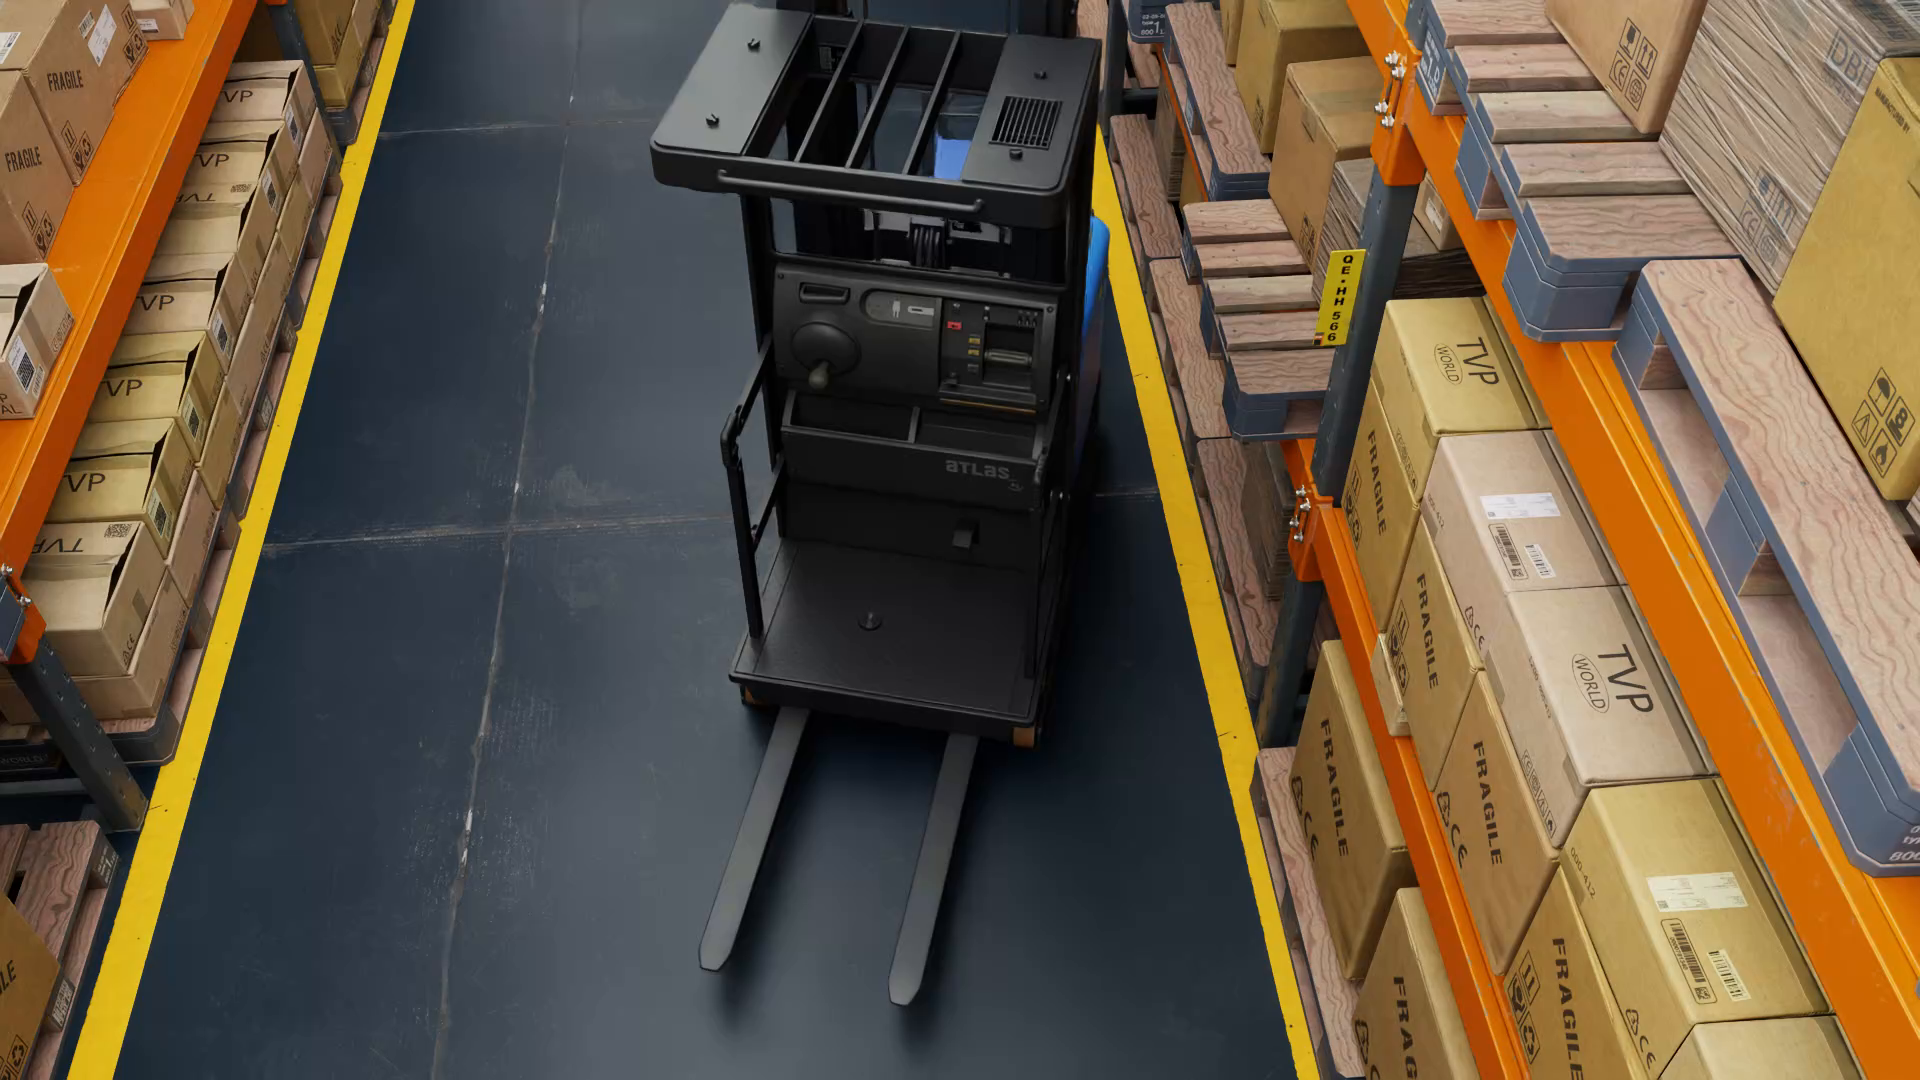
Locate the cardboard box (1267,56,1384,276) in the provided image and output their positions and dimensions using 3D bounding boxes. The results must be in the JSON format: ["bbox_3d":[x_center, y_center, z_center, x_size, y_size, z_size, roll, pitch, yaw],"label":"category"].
[{"bbox_3d":[1.460,-1.259,5.505,0.700,0.500,0.500,-7,47,-7],"label":"cardboard box"}]

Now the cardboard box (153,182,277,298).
[{"bbox_3d":[-3.279,-1.301,7.134,0.500,0.311,0.500,-4,47,-3],"label":"cardboard box"}]

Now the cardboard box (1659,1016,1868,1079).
[{"bbox_3d":[1.548,1.099,2.839,0.500,0.250,0.500,-3,47,-3],"label":"cardboard box"}]

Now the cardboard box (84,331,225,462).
[{"bbox_3d":[-3.197,-0.565,6.437,0.500,0.311,0.500,-5,47,-4],"label":"cardboard box"}]

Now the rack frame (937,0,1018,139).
[{"bbox_3d":[0.151,-1.919,7.534,0.500,1.500,0.032,2,47,2],"label":"rack frame"}]

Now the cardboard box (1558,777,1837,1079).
[{"bbox_3d":[1.505,0.731,3.188,0.500,0.250,0.500,-4,47,-4],"label":"cardboard box"}]

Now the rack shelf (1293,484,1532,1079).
[{"bbox_3d":[1.751,1.363,3.889,1.077,0.370,4.000,-3,47,-3],"label":"rack shelf"}]

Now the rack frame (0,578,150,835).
[{"bbox_3d":[-3.353,-0.028,4.710,1.000,3.000,0.127,-3,47,-3],"label":"rack frame"}]

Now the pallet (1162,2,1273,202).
[{"bbox_3d":[1.377,-1.695,6.422,1.003,0.211,1.213,-3,47,-3],"label":"pallet"}]

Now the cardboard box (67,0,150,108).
[{"bbox_3d":[-3.595,-2.018,6.527,0.500,0.500,0.500,0,47,0],"label":"cardboard box"}]

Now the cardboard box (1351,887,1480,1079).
[{"bbox_3d":[1.581,1.438,4.514,0.750,0.750,0.750,-4,47,-3],"label":"cardboard box"}]

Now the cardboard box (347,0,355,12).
[{"bbox_3d":[-3.464,-3.094,8.703,0.500,0.500,0.500,-3,47,-3],"label":"cardboard box"}]

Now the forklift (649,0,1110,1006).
[{"bbox_3d":[-0.191,-0.553,5.255,1.130,2.935,3.031,8,47,8],"label":"forklift"}]

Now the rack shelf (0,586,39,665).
[{"bbox_3d":[-3.185,1.667,3.601,1.077,0.370,4.000,-3,47,-3],"label":"rack shelf"}]

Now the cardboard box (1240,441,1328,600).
[{"bbox_3d":[1.471,-0.141,6.236,0.700,0.500,0.500,-3,47,-3],"label":"cardboard box"}]

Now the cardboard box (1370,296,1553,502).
[{"bbox_3d":[1.367,-0.368,4.228,0.500,0.250,0.500,-2,47,-2],"label":"cardboard box"}]

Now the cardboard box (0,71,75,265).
[{"bbox_3d":[-3.509,-1.275,5.823,0.500,0.500,0.500,-6,47,-5],"label":"cardboard box"}]

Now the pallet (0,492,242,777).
[{"bbox_3d":[-3.383,0.333,6.289,1.003,0.211,1.213,-3,47,-3],"label":"pallet"}]

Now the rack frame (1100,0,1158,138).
[{"bbox_3d":[1.249,-3.225,7.739,1.000,3.000,0.127,-3,47,-3],"label":"rack frame"}]

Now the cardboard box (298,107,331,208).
[{"bbox_3d":[-3.364,-1.838,8.029,0.500,0.250,0.500,-4,47,-4],"label":"cardboard box"}]

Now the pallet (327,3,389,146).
[{"bbox_3d":[-3.712,-2.541,9.011,1.003,0.211,1.213,-3,47,-3],"label":"pallet"}]

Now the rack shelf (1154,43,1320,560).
[{"bbox_3d":[1.416,-1.531,6.630,1.077,0.370,4.000,-3,47,-3],"label":"rack shelf"}]

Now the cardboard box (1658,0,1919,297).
[{"bbox_3d":[1.778,-0.821,3.024,0.700,0.500,0.500,-6,47,-5],"label":"cardboard box"}]

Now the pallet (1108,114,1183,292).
[{"bbox_3d":[1.315,-1.703,8.218,1.003,0.211,1.213,-3,47,-3],"label":"pallet"}]

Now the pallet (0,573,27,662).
[{"bbox_3d":[-3.226,0.525,4.319,1.213,0.211,1.003,-3,47,-3],"label":"pallet"}]

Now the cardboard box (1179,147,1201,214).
[{"bbox_3d":[1.420,-1.615,7.632,0.700,0.500,0.500,-4,47,-4],"label":"cardboard box"}]

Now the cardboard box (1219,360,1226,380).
[{"bbox_3d":[1.474,-0.878,6.935,0.700,0.500,0.500,-4,47,-4],"label":"cardboard box"}]

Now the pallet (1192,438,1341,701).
[{"bbox_3d":[1.519,0.062,6.546,1.003,0.211,1.213,-3,47,-3],"label":"pallet"}]

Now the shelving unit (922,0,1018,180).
[{"bbox_3d":[0.128,-1.550,7.185,0.538,1.500,1.048,2,47,2],"label":"shelving unit"}]

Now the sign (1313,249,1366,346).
[{"bbox_3d":[1.043,-0.662,4.569,0.100,0.325,0.005,-3,47,-3],"label":"sign"}]

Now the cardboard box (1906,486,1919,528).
[{"bbox_3d":[1.865,-0.063,2.306,0.700,0.500,0.500,-4,47,-3],"label":"cardboard box"}]

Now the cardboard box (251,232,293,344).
[{"bbox_3d":[-3.280,-1.102,7.332,0.500,0.250,0.500,-3,47,-2],"label":"cardboard box"}]

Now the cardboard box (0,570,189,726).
[{"bbox_3d":[-3.104,0.377,5.932,0.500,0.250,0.500,-4,47,-3],"label":"cardboard box"}]

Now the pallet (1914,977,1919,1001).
[{"bbox_3d":[1.792,0.937,1.863,0.805,0.209,1.217,-5,47,-5],"label":"pallet"}]

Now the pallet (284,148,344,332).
[{"bbox_3d":[-3.587,-1.432,7.961,1.003,0.211,1.213,-3,47,-3],"label":"pallet"}]

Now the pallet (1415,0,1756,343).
[{"bbox_3d":[1.690,-0.835,3.539,1.213,0.211,1.003,-2,47,-1],"label":"pallet"}]

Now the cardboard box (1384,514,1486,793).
[{"bbox_3d":[1.404,0.272,4.139,0.500,0.500,0.500,-2,47,-2],"label":"cardboard box"}]

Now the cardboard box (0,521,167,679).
[{"bbox_3d":[-3.104,0.184,5.728,0.500,0.311,0.500,-2,47,-2],"label":"cardboard box"}]

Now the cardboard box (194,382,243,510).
[{"bbox_3d":[-3.196,-0.363,6.632,0.500,0.250,0.500,-5,47,-4],"label":"cardboard box"}]

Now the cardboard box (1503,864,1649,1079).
[{"bbox_3d":[1.495,1.007,3.443,0.500,0.500,0.500,-2,47,-2],"label":"cardboard box"}]

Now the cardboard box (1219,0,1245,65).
[{"bbox_3d":[1.383,-2.162,6.359,0.700,0.500,0.500,2,47,2],"label":"cardboard box"}]

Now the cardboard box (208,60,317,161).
[{"bbox_3d":[-3.368,-2.038,7.832,0.500,0.311,0.500,-3,47,-3],"label":"cardboard box"}]

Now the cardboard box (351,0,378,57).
[{"bbox_3d":[-3.461,-2.837,8.975,0.500,0.250,0.500,-3,47,-3],"label":"cardboard box"}]

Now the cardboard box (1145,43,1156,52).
[{"bbox_3d":[1.174,-2.788,8.973,0.380,0.166,0.250,-9,47,-8],"label":"cardboard box"}]
